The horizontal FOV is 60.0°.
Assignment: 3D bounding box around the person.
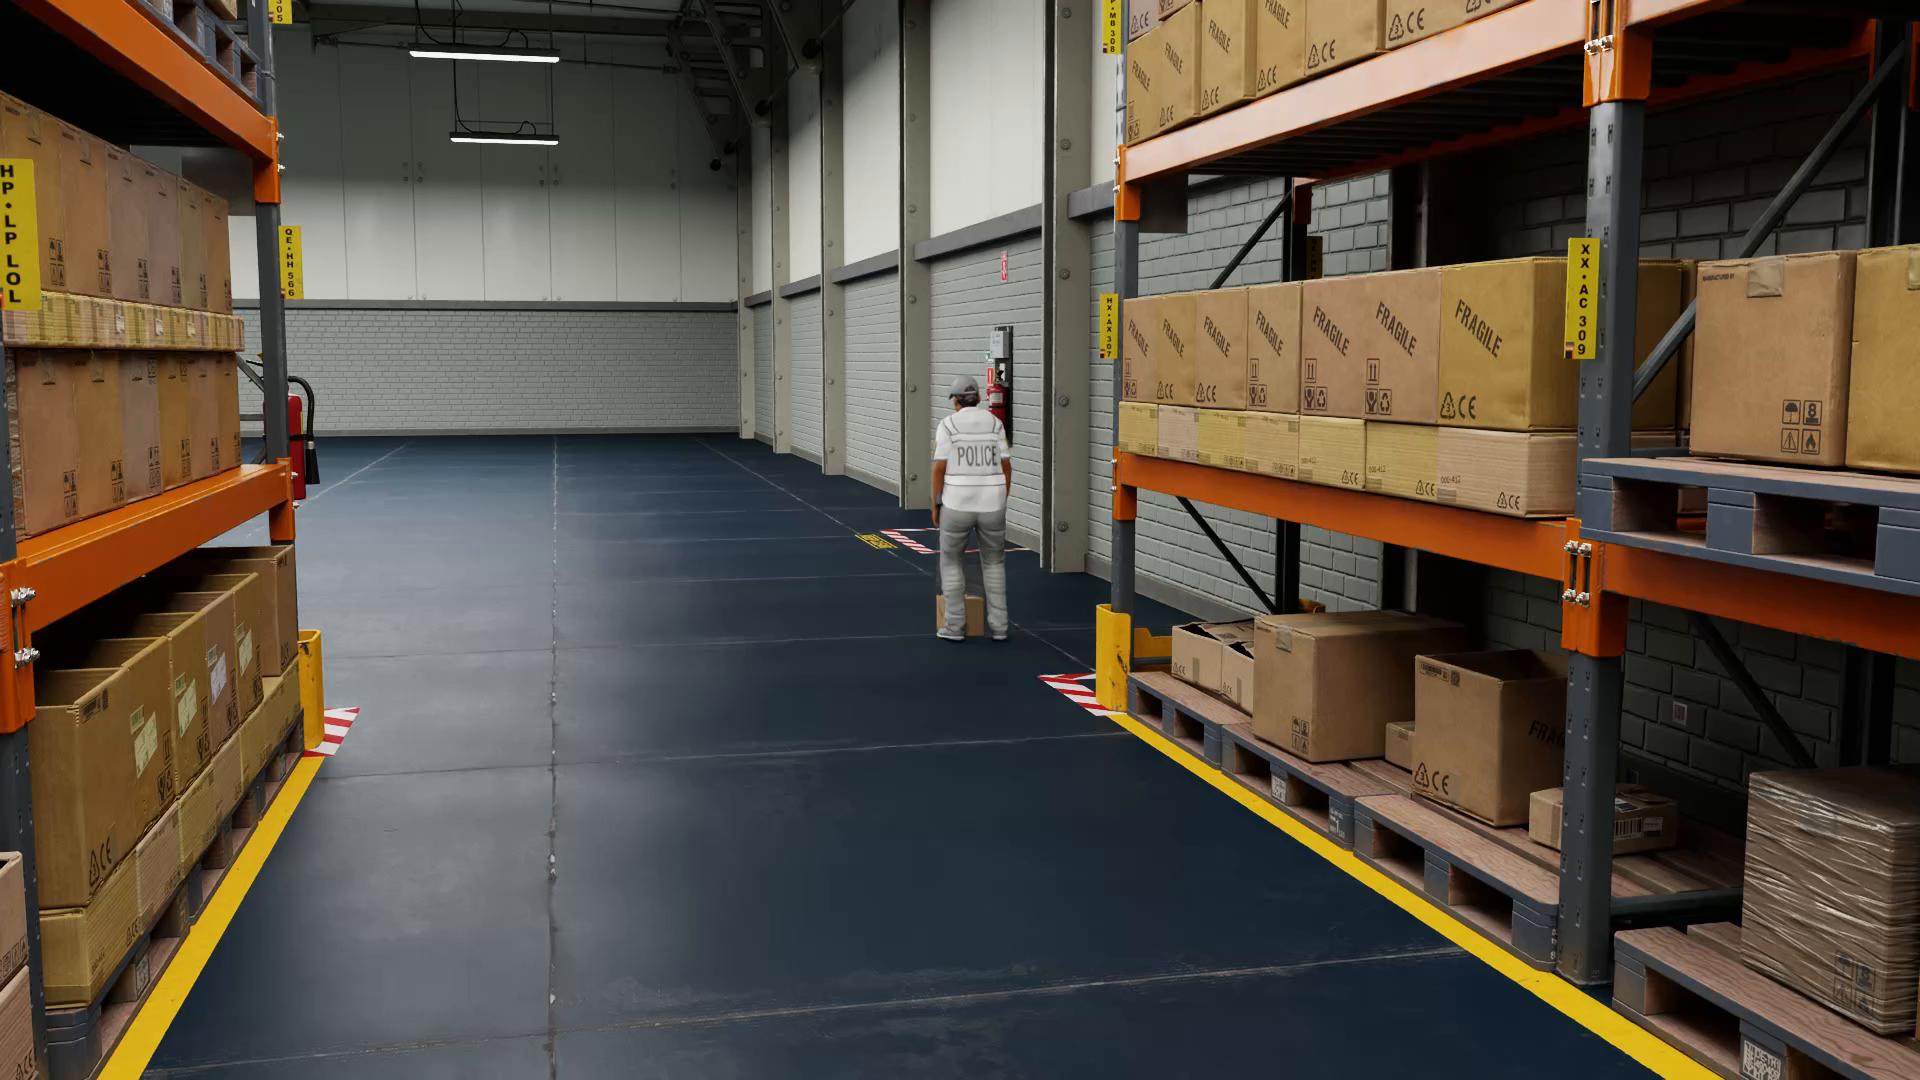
[{"bbox_3d":[0.074,-0.195,10.440,0.538,1.666,0.461,-2,6,-16],"label":"person"}]
